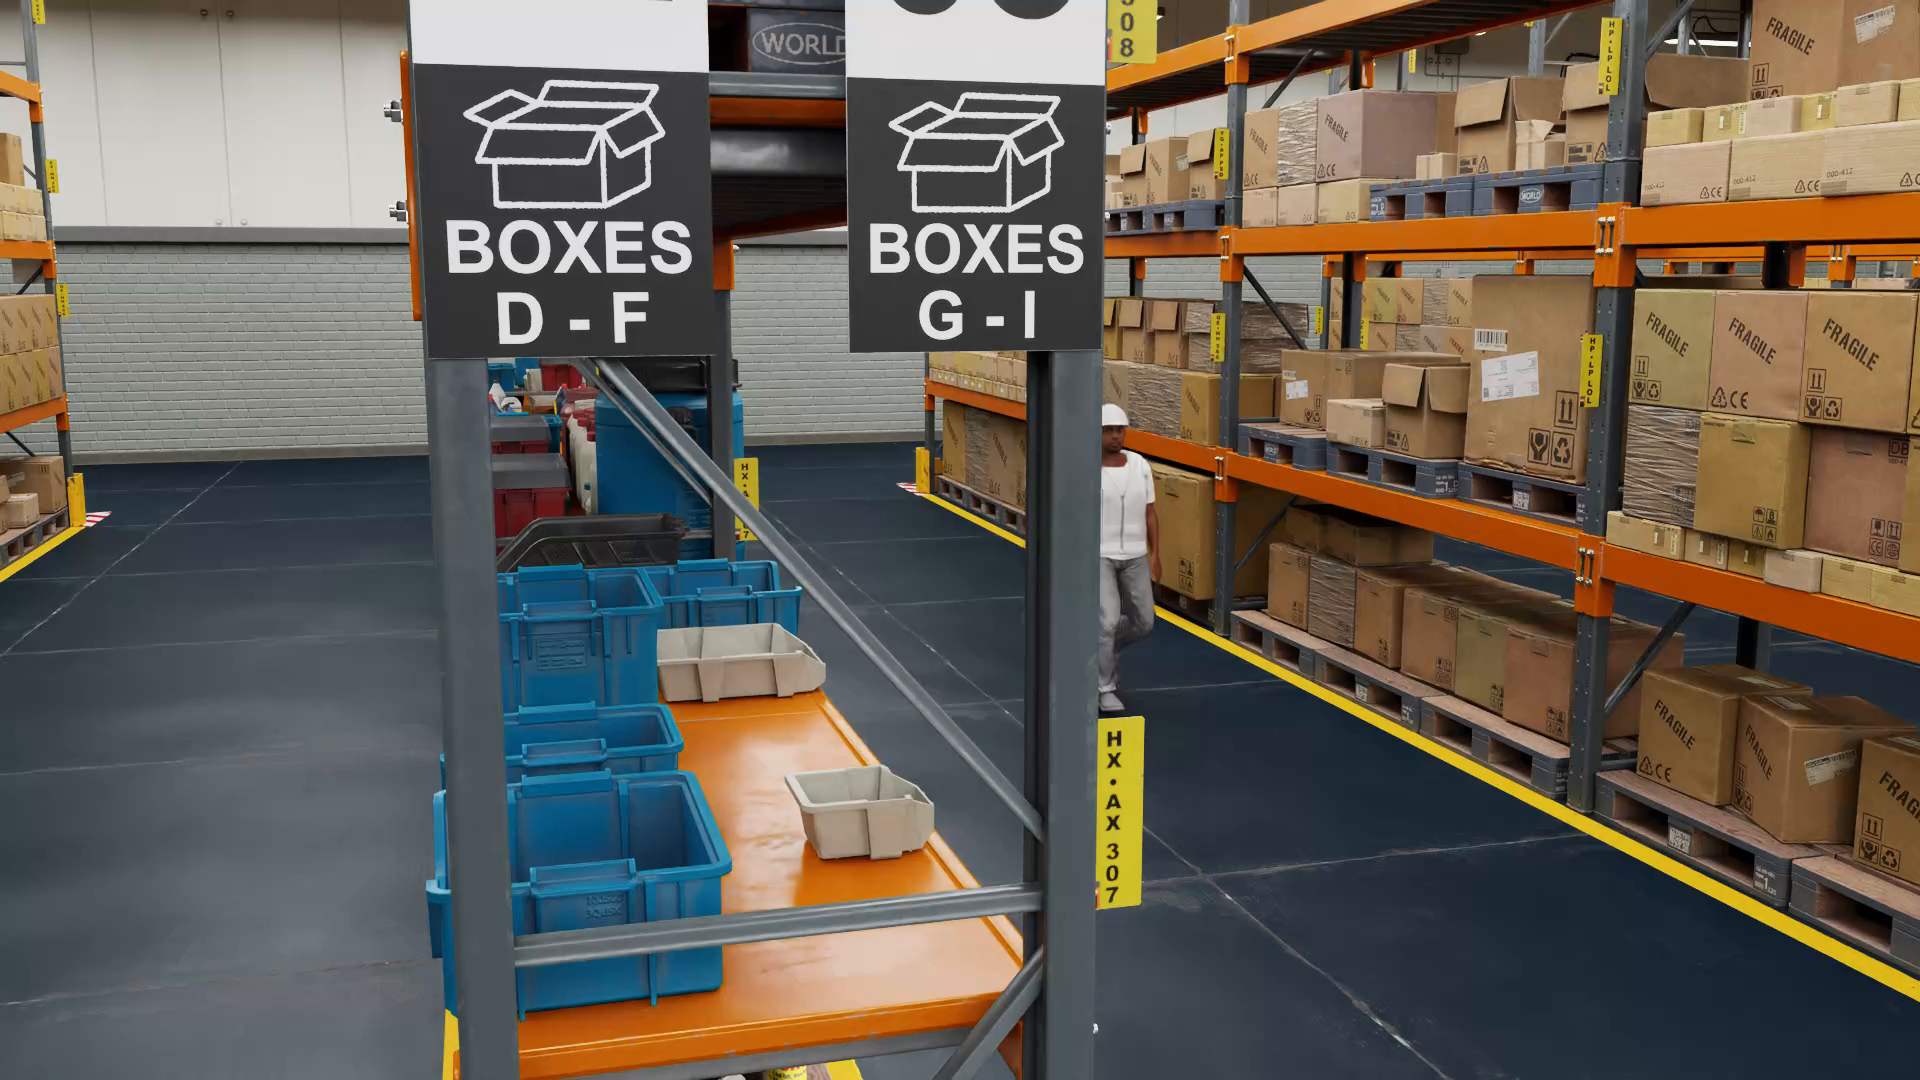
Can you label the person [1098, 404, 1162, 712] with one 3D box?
[{"bbox_3d":[0.868,0.086,9.620,0.584,1.751,0.649,-3,10,-19],"label":"person"}]
